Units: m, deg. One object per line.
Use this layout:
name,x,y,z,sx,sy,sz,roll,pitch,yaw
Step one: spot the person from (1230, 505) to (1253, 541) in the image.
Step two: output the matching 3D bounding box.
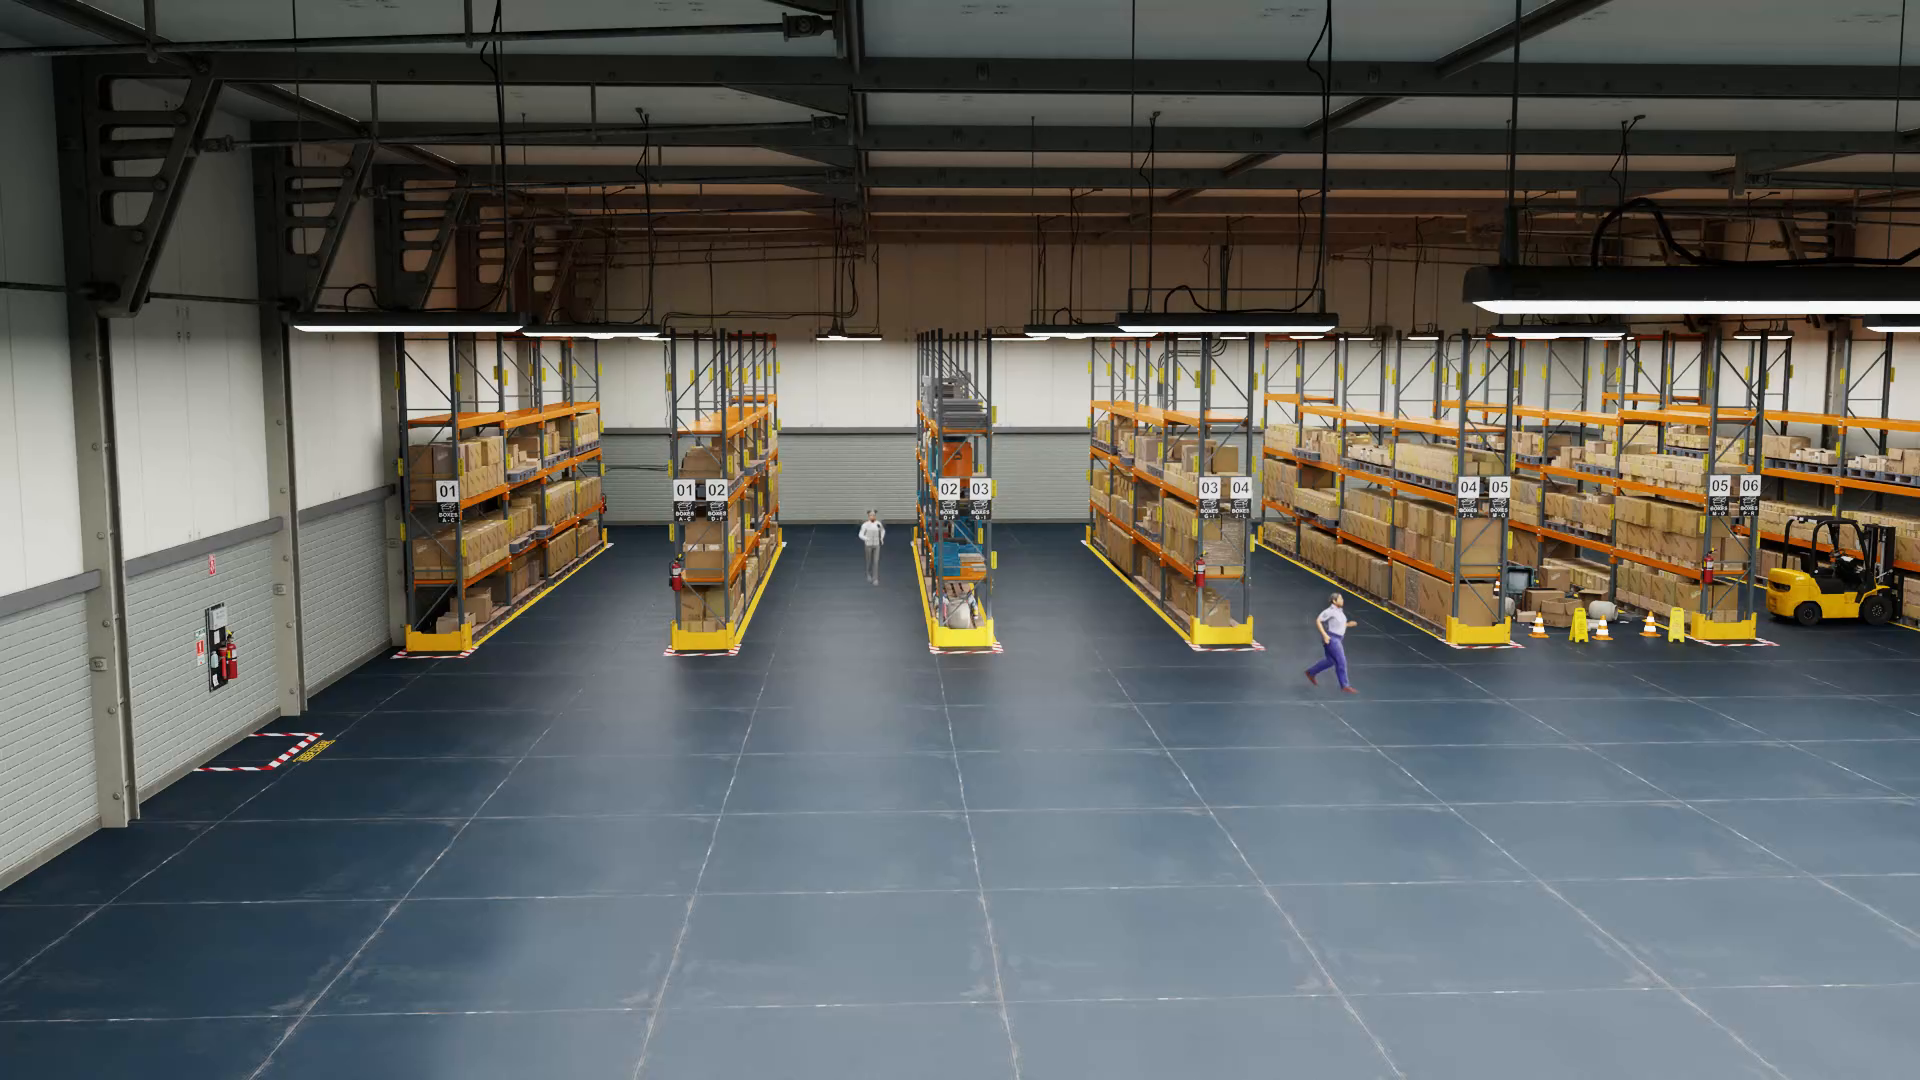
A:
person,7.603,-0.424,45.194,0.697,1.696,0.863,-1,7,-12

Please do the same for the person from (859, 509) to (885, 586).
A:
person,-1.972,0.143,37.690,0.616,1.698,0.823,-1,7,-11

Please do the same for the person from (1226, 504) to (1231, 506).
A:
person,7.592,-0.823,48.363,0.700,1.774,0.767,-5,8,-37

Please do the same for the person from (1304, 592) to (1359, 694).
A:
person,6.115,1.669,27.348,0.933,1.637,0.605,3,7,26
